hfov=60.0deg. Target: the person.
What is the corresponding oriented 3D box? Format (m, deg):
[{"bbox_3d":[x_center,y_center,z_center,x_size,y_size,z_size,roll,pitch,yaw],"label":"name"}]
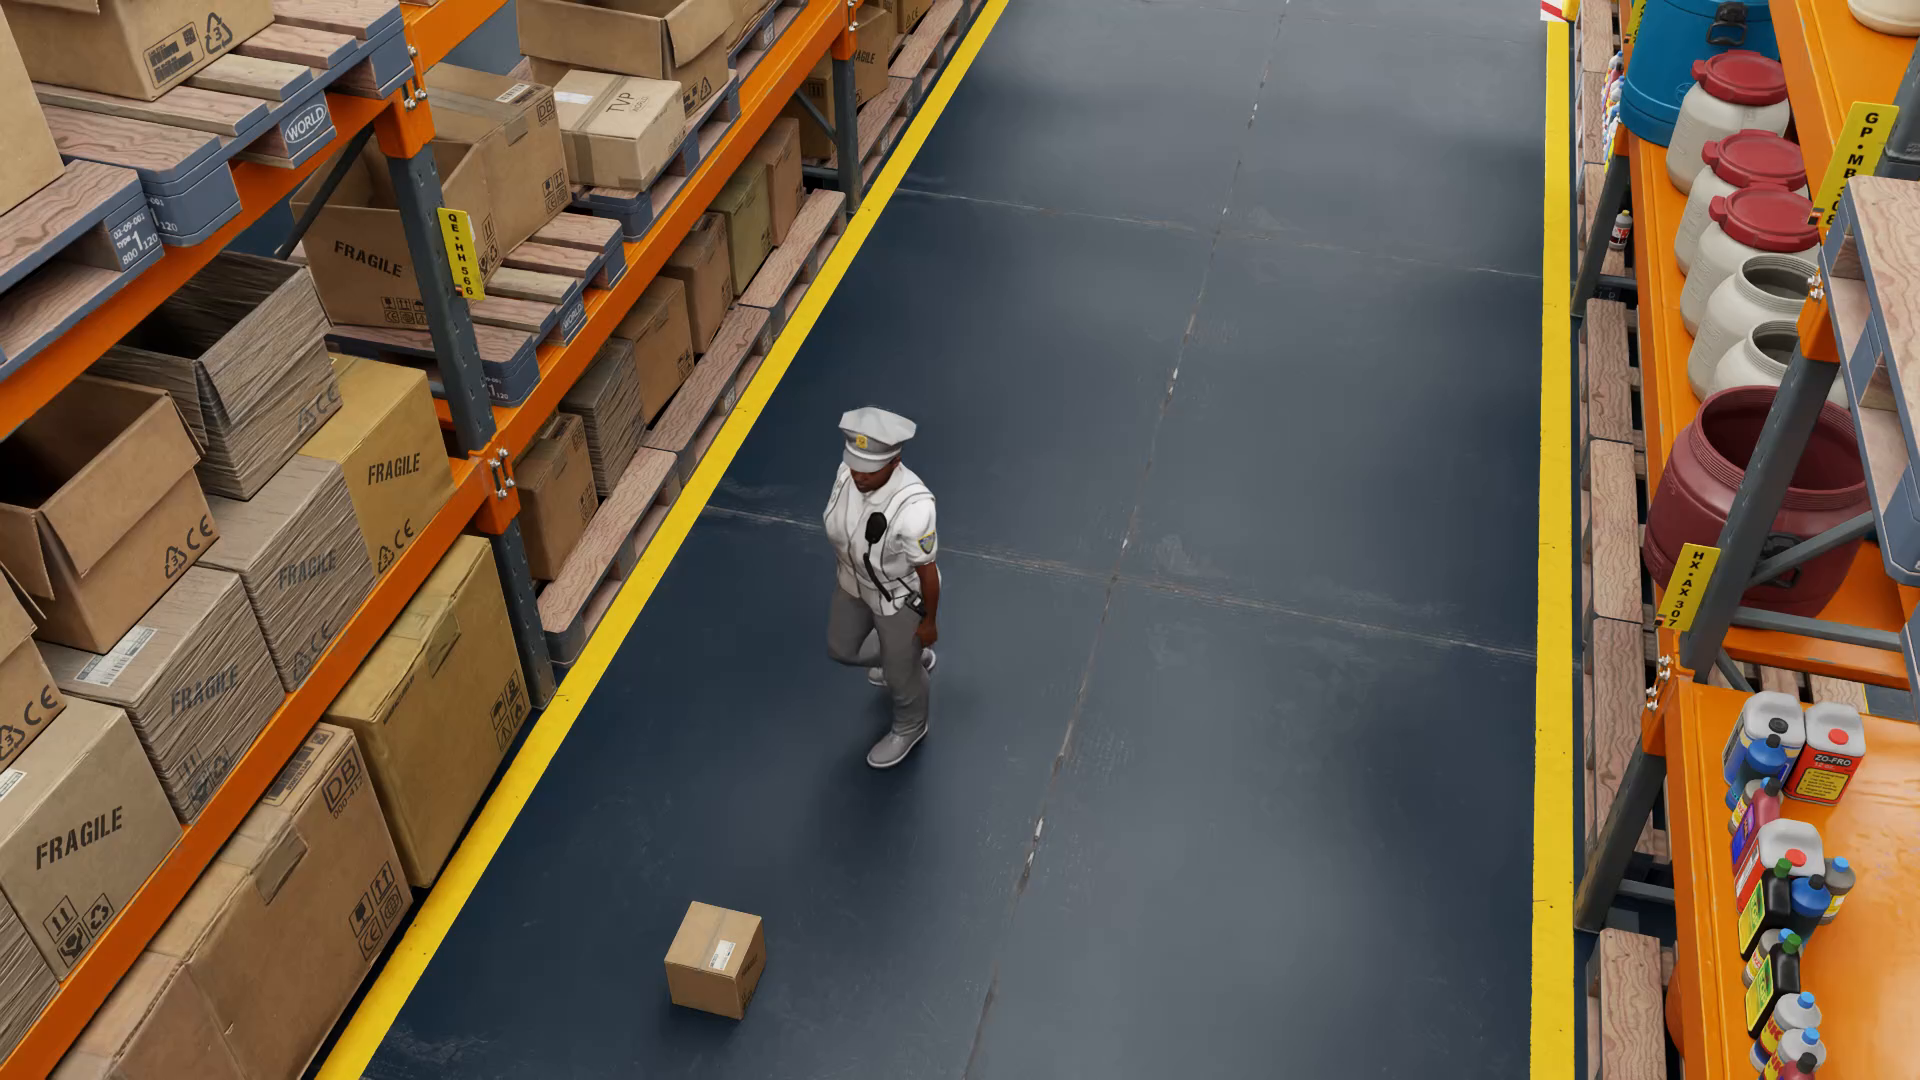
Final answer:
[{"bbox_3d":[-0.230,0.140,5.979,0.526,1.672,0.529,-32,51,-31],"label":"person"}]
